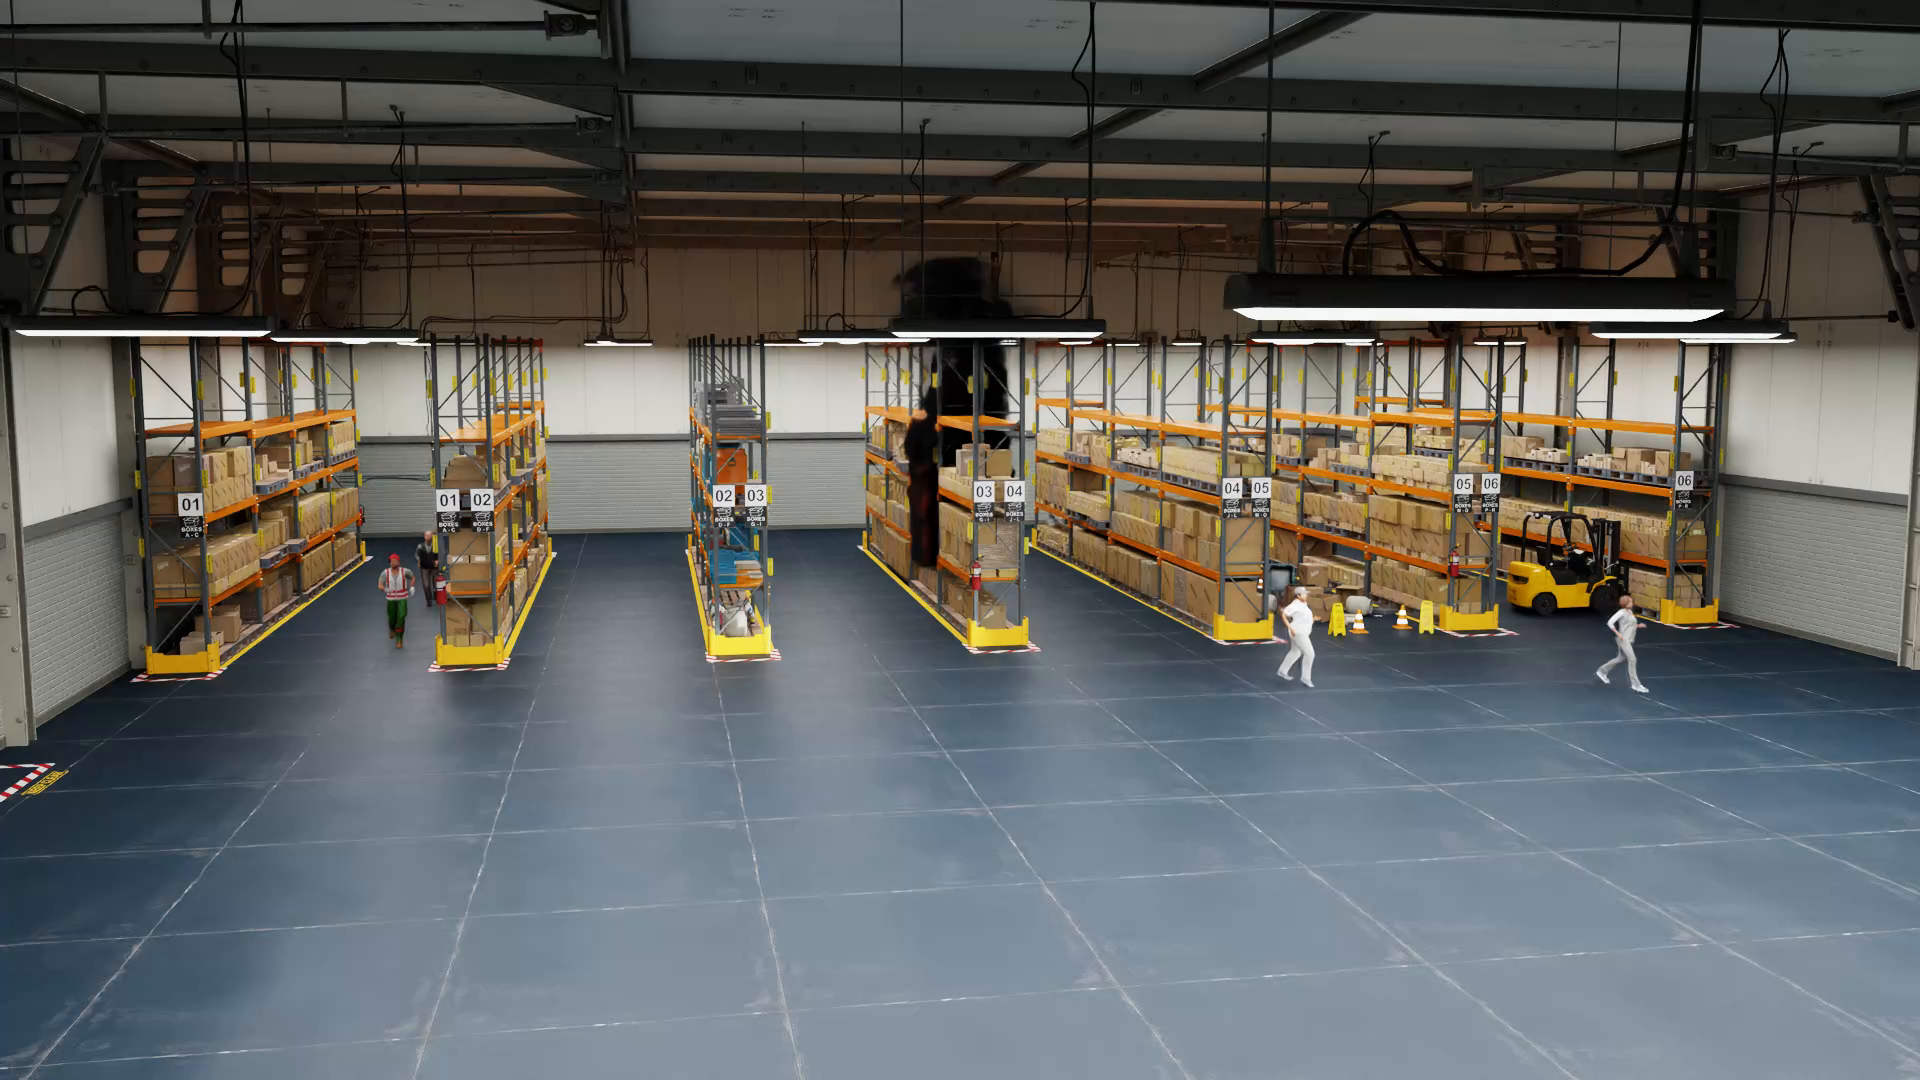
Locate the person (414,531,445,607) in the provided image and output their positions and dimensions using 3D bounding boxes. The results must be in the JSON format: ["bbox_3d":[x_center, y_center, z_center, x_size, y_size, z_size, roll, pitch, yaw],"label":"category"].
[{"bbox_3d":[-11.845,0.641,37.130,0.657,1.672,0.609,-2,7,-13],"label":"person"}]

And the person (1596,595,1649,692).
[{"bbox_3d":[11.145,1.716,27.913,0.889,1.590,0.534,5,8,36],"label":"person"}]

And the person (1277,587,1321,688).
[{"bbox_3d":[5.784,1.659,28.409,0.759,1.723,0.582,3,7,23],"label":"person"}]

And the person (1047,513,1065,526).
[{"bbox_3d":[2.961,-0.869,49.943,1.007,1.773,0.682,-3,7,-28],"label":"person"}]

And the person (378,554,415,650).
[{"bbox_3d":[-10.879,1.156,32.145,0.669,1.791,0.992,-2,7,-14],"label":"person"}]
